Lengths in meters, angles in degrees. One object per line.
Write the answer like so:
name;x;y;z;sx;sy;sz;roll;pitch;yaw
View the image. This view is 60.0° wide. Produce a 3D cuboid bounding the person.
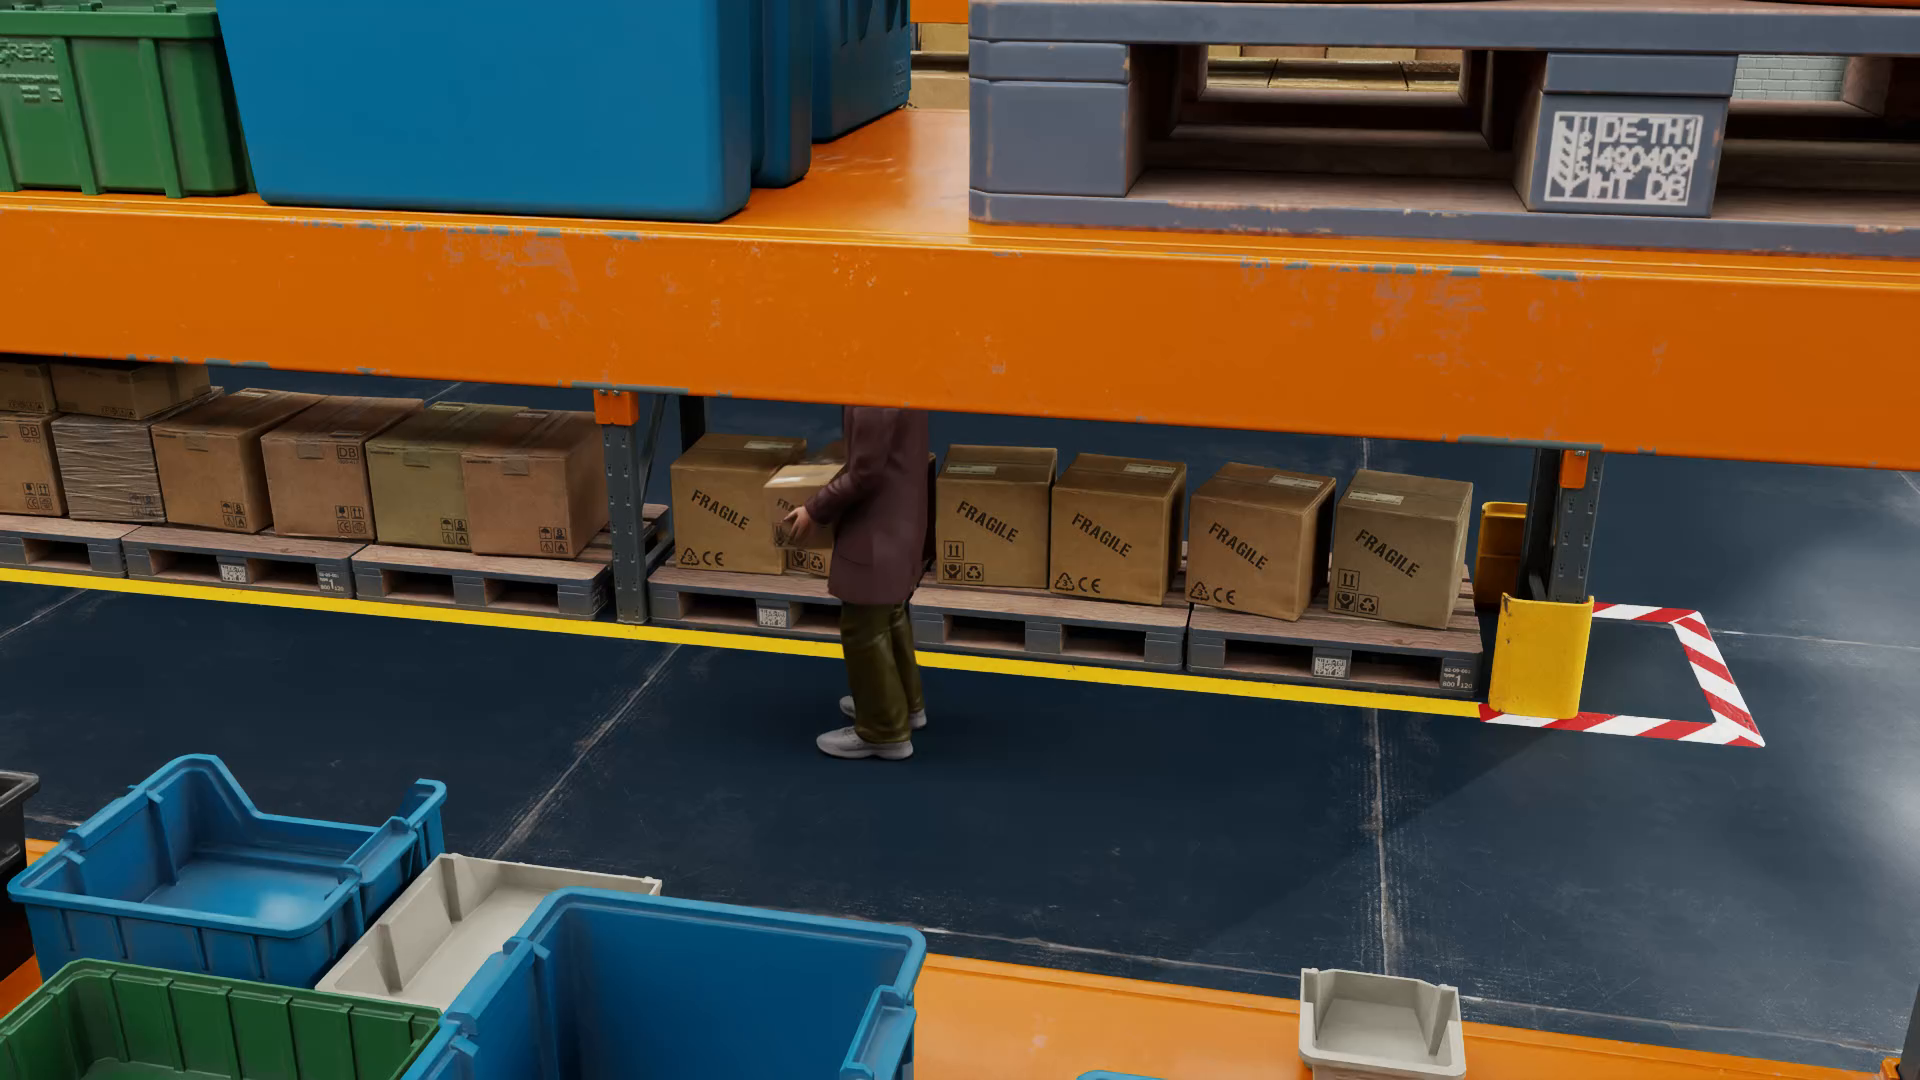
person;-0.374;-0.054;6.233;0.493;1.782;0.554;4;22;11
